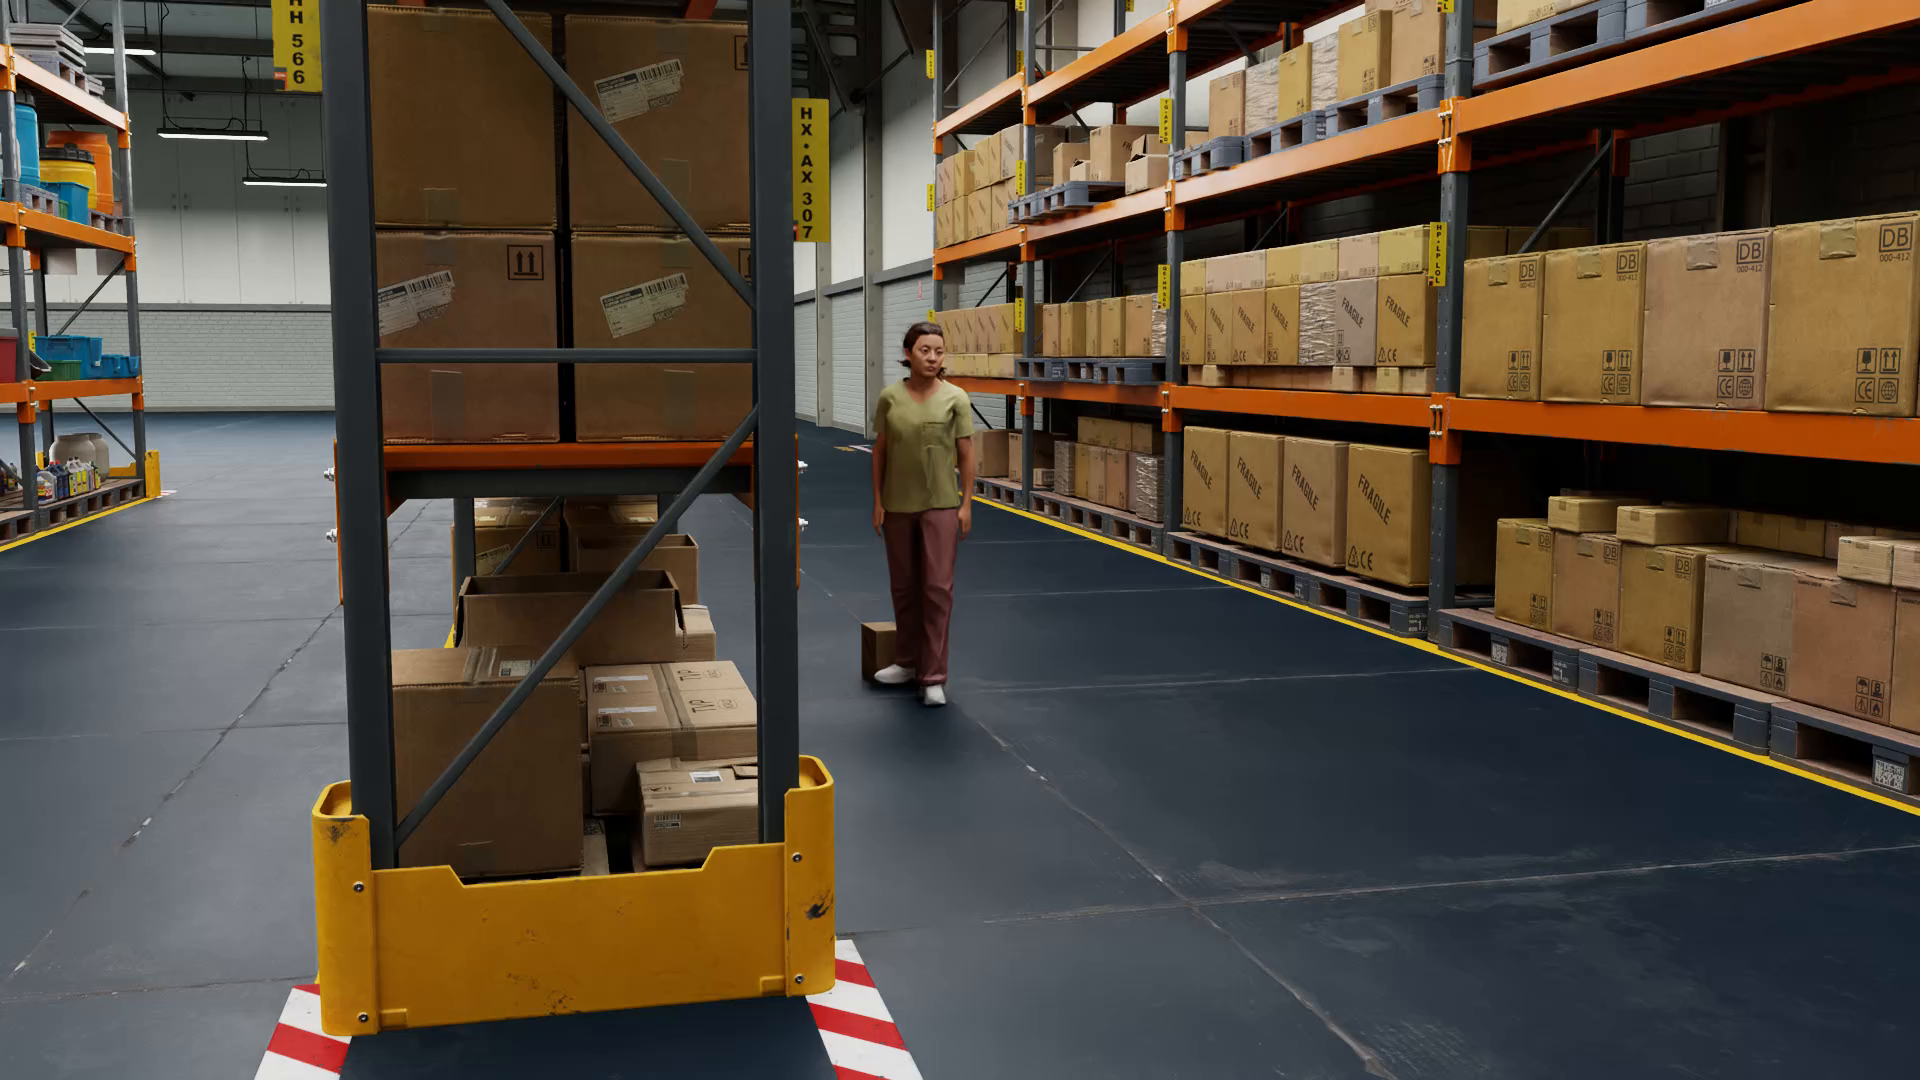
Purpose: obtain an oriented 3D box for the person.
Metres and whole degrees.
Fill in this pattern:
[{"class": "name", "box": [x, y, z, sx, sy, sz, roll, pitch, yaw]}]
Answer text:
[{"class": "person", "box": [-0.175, -0.132, 7.388, 0.477, 1.666, 0.568, 1, 6, 13]}]
